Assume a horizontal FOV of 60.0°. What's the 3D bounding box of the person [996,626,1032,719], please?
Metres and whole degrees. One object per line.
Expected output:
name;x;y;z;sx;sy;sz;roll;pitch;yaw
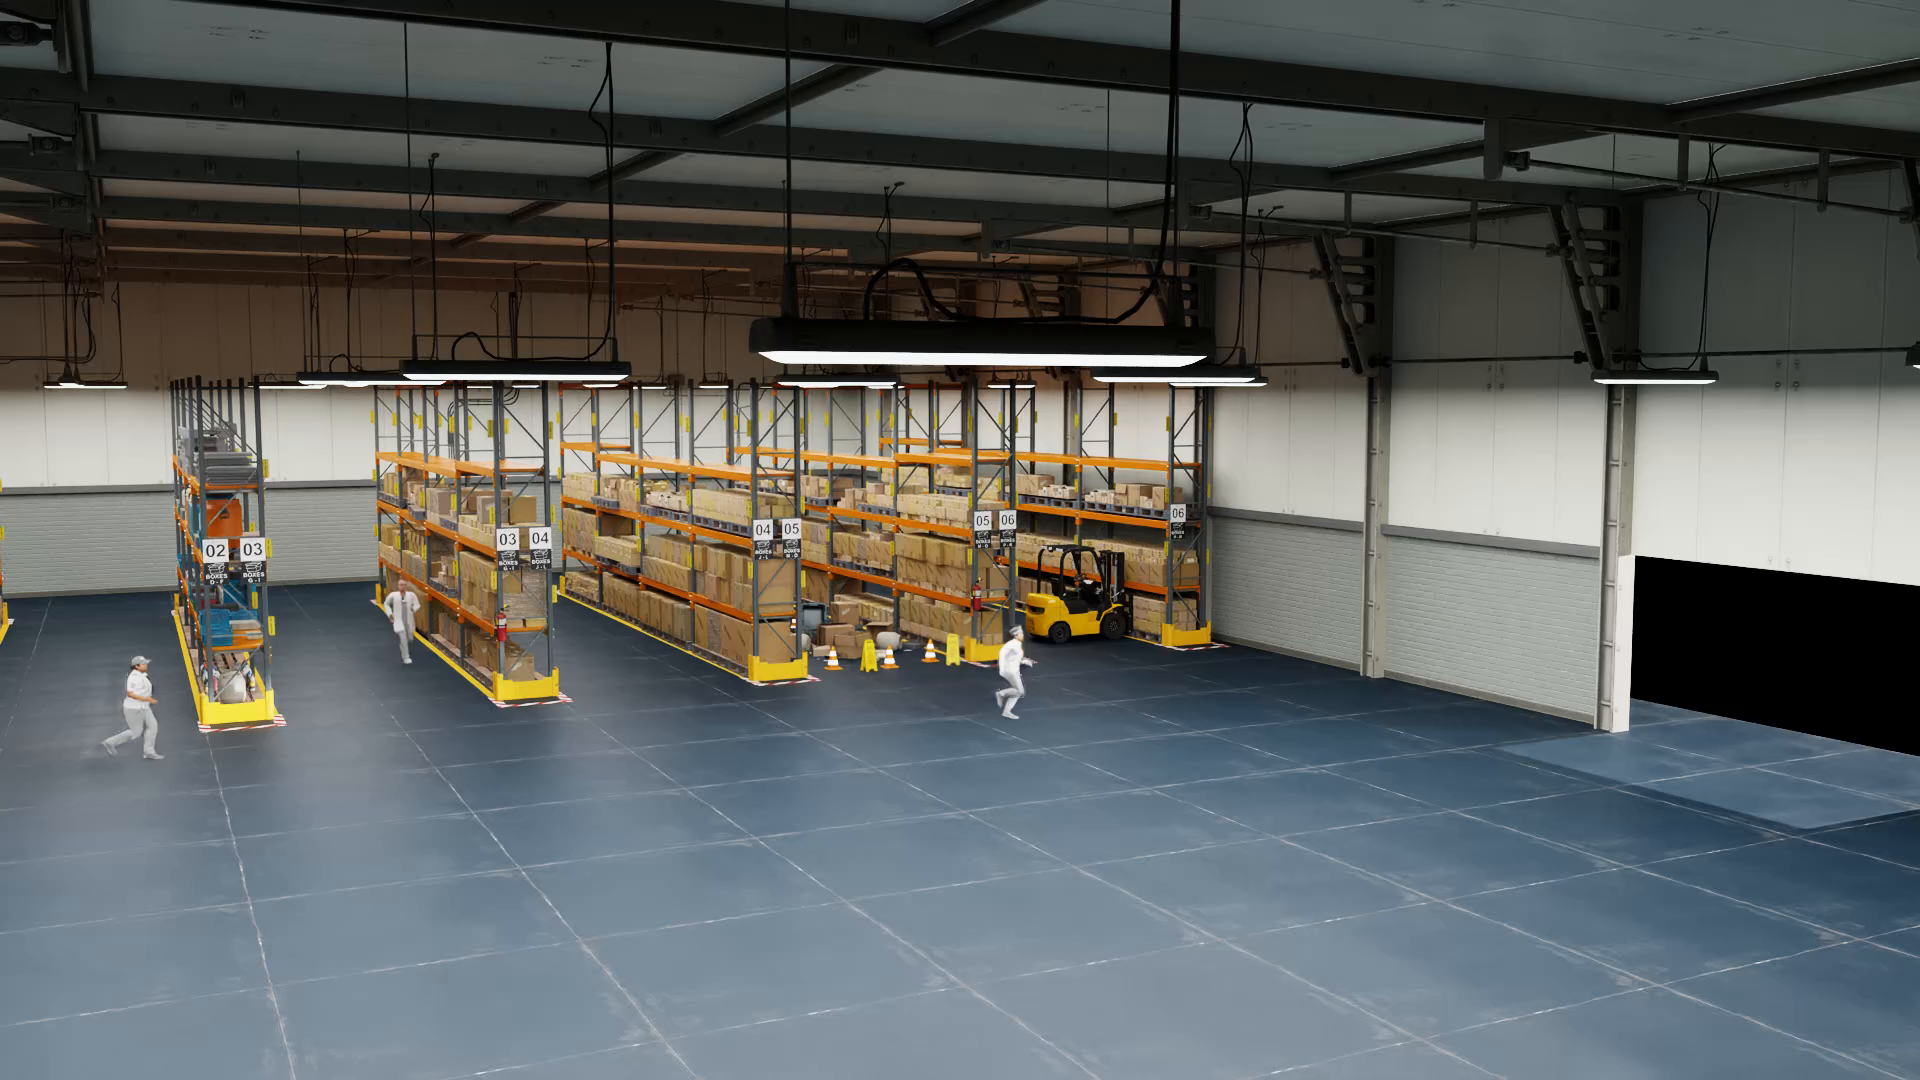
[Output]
person;0.935;2.325;29.185;0.625;1.647;0.564;2;5;18

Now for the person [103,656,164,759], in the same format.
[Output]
person;-12.842;2.619;25.804;0.835;1.645;0.598;-1;5;-13

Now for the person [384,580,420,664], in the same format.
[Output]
person;-11.794;1.713;35.199;0.711;1.750;0.884;-3;6;-31
